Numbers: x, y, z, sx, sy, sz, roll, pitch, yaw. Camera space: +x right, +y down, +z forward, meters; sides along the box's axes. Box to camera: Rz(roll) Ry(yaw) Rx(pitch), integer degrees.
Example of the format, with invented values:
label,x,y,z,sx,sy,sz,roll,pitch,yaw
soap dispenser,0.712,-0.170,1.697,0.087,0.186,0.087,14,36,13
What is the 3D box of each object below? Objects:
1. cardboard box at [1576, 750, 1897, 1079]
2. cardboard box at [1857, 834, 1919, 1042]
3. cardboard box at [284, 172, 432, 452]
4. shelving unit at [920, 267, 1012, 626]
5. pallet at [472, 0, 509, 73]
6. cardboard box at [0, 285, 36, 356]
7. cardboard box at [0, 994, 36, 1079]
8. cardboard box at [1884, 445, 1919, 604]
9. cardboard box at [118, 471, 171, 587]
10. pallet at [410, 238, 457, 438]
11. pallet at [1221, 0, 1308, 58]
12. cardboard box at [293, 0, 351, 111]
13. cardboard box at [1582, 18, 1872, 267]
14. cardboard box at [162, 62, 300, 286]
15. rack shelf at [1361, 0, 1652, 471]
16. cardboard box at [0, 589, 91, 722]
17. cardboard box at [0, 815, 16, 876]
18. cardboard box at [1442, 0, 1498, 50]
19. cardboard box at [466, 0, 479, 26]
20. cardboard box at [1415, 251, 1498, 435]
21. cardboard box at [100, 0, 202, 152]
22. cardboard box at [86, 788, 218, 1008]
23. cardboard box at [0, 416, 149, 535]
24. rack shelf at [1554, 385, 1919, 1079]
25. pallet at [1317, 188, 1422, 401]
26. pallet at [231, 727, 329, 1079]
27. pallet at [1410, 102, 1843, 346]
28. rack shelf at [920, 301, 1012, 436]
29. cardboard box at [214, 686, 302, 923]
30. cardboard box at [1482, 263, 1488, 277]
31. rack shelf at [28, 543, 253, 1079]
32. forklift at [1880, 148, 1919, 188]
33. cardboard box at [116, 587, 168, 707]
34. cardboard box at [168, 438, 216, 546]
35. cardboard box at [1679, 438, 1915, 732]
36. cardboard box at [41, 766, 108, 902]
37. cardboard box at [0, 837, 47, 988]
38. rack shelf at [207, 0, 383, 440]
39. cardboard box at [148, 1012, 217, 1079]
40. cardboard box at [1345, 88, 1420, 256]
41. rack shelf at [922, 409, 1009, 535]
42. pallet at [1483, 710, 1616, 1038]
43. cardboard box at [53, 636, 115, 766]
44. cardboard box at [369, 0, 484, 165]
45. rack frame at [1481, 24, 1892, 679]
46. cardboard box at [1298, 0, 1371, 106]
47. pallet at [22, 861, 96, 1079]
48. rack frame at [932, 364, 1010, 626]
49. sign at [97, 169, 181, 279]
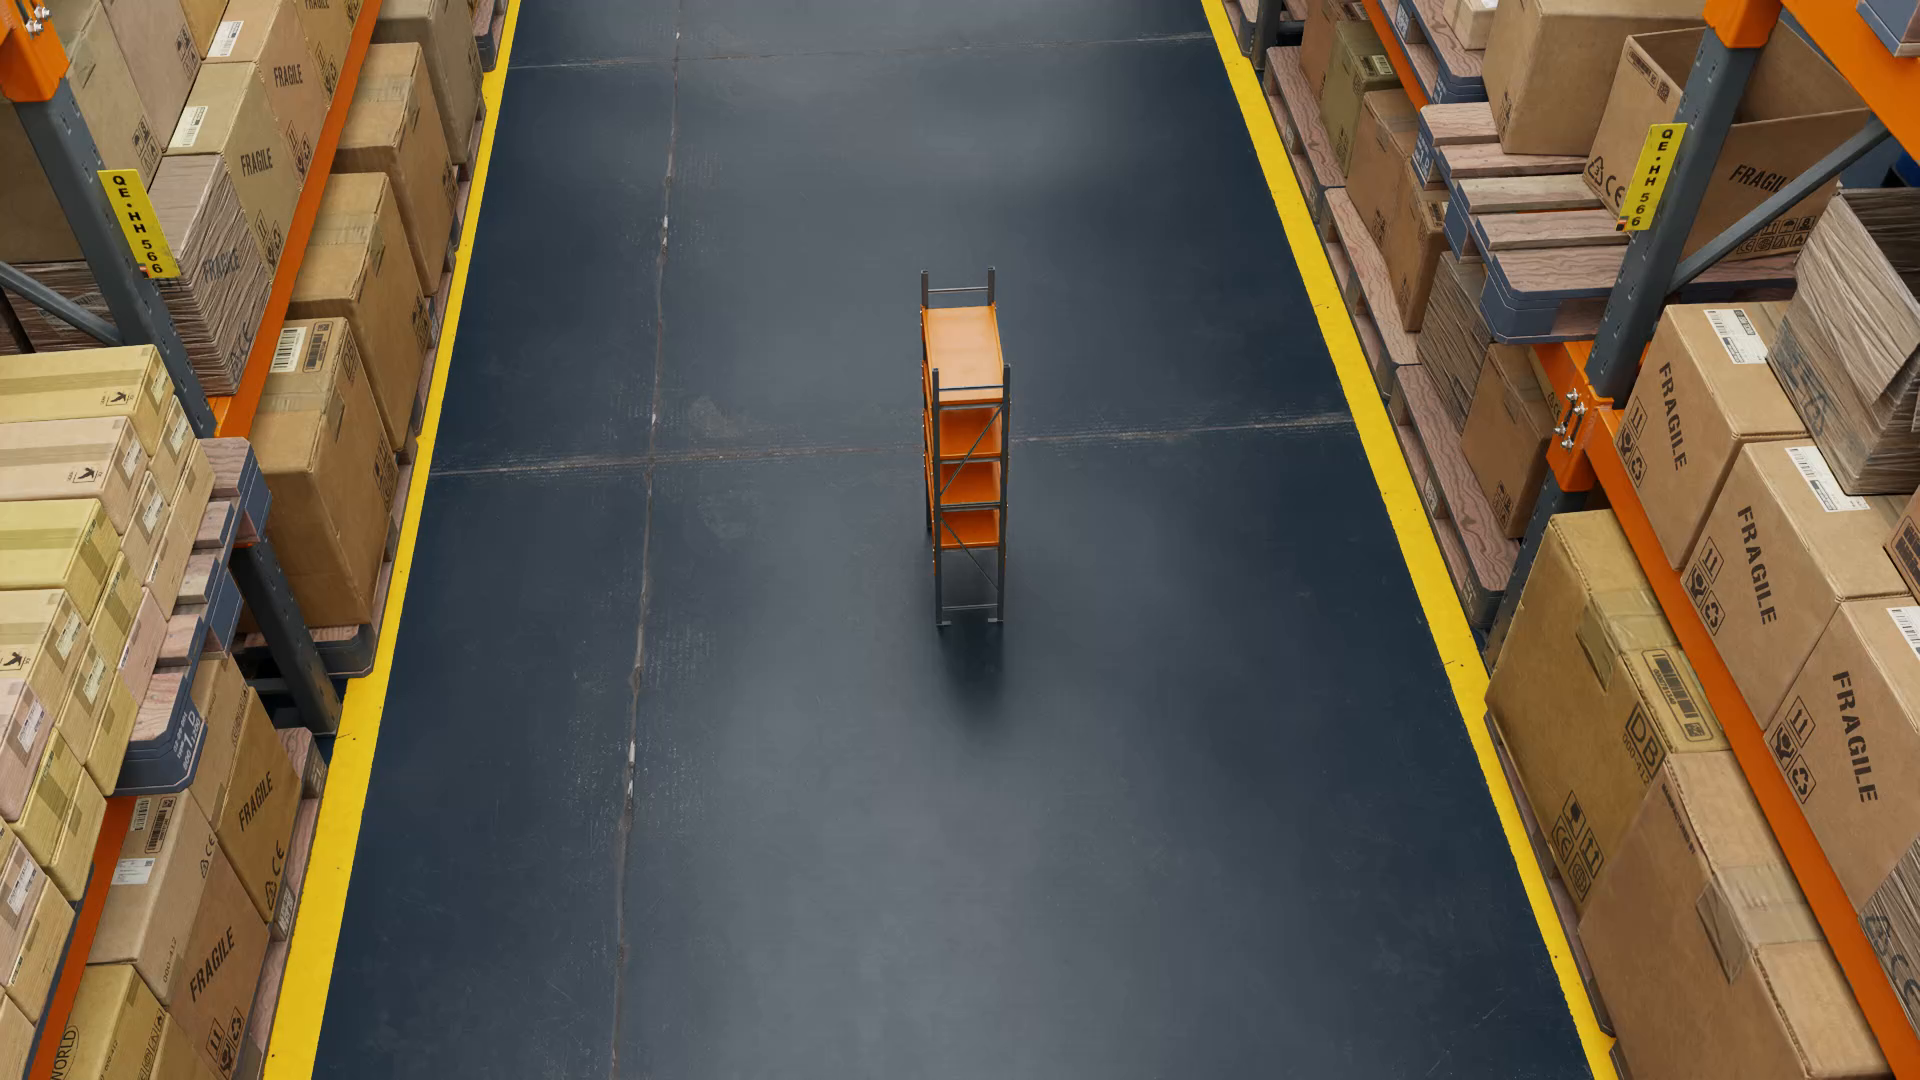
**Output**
label,x,y,z,sx,sy,sz,roll,pitch,yaw
cardboard box,2.445,1.121,4.296,1.225,0.875,0.875,-3,47,-3
cardboard box,2.243,0.828,3.331,0.500,0.500,0.500,-3,47,-3
cardboard box,-2.648,-0.832,6.232,1.050,0.750,0.750,-3,47,-3
shelving unit,0.014,-0.293,5.701,0.258,1.200,0.503,-3,47,-3
pallet,-2.930,-2.873,8.825,1.003,0.211,1.213,-3,47,-3
cardboard box,-2.915,-0.726,4.803,0.500,0.500,0.500,-3,47,-3
cardboard box,-1.982,1.014,3.108,0.380,0.149,0.250,-5,47,-5
cardboard box,2.438,0.011,3.413,0.797,0.503,0.637,-3,47,-2
cardboard box,-2.091,-0.020,3.882,0.380,0.149,0.250,-2,47,-2
pallet,-2.700,-0.879,6.937,1.003,0.211,1.213,-3,47,-3
pallet,1.915,-3.030,8.974,1.003,0.211,1.213,-3,47,-3
cardboard box,-2.505,-1.851,5.868,0.500,0.500,0.500,-4,47,-4
cardboard box,2.256,-1.178,4.942,0.500,0.500,0.500,-9,47,-8
cardboard box,-2.424,-1.126,5.181,0.500,0.500,0.500,-4,47,-4
rack shelf,2.174,-1.810,6.394,1.077,0.370,4.000,-3,47,-3
cardboard box,-2.045,0.246,3.425,0.380,0.149,0.250,-2,47,-2
cardboard box,-2.006,0.617,3.073,0.380,0.149,0.250,-1,47,-1
cardboard box,1.933,-1.899,5.786,0.396,0.266,0.258,-5,47,-4
cardboard box,-2.928,-3.150,8.341,0.875,0.875,0.875,-3,47,-3
cardboard box,2.206,-0.787,6.348,0.700,0.500,0.500,-7,47,-7
cardboard box,-2.681,-1.452,4.802,0.700,0.500,0.500,-4,47,-4
cardboard box,-2.238,0.918,4.230,0.500,0.250,0.500,-3,47,-3
cardboard box,-2.093,-0.136,3.787,0.380,0.149,0.250,-4,47,-4
rack shelf,2.509,1.084,3.653,1.077,0.370,4.000,-3,47,-3
pallet,2.178,-1.098,7.145,1.003,0.211,1.213,-3,47,-3
pallet,-2.546,1.142,5.023,1.003,0.211,1.213,-3,47,-3
pallet,2.175,-1.054,5.314,1.213,0.211,1.003,-3,47,-3
rack shelf,0.014,-0.563,5.416,0.258,0.148,0.480,-3,47,-3
cardboard box,-2.294,0.793,4.866,0.500,0.500,0.500,-4,47,-3
cardboard box,2.201,-1.027,6.058,0.500,0.250,0.500,1,47,1
rack shelf,-2.442,1.312,3.437,1.077,0.370,4.000,-3,47,-3
forklift,4.817,-1.454,5.608,1.130,2.935,3.031,-5,47,-4
cardboard box,-2.069,0.254,3.827,0.380,0.149,0.250,-3,47,-3
cardboard box,-2.110,-0.112,4.173,0.380,0.149,0.250,-3,47,-3
cardboard box,2.156,0.096,4.024,0.500,0.500,0.500,-5,47,-4
cardboard box,-2.028,0.629,3.472,0.380,0.149,0.250,-5,47,-5
cardboard box,-2.004,0.720,3.181,0.380,0.149,0.250,-2,47,-2
rack shelf,-2.777,-1.582,6.178,1.077,0.370,4.000,-3,47,-3
cardboard box,-2.194,1.550,4.148,0.500,0.500,0.500,-5,47,-5
cardboard box,2.105,-1.600,7.118,0.700,0.500,0.500,-7,47,-7
rack shelf,0.014,-0.247,5.750,0.258,0.148,0.480,-3,47,-3
pallet,2.332,0.923,5.230,1.003,0.211,1.213,-3,47,-3
cardboard box,-2.046,0.351,3.530,0.380,0.149,0.250,-3,47,-3
cardboard box,-2.803,-2.204,7.531,1.050,0.750,0.750,-4,47,-3
rack frame,2.341,-0.611,4.763,1.000,3.000,0.127,-3,47,-3
cardboard box,2.036,-2.351,7.829,0.700,0.500,0.500,-7,47,-6
pallet,-2.403,1.113,3.262,1.003,0.211,1.213,-3,47,-3
rack frame,0.034,-0.116,5.534,0.240,1.200,0.015,-3,47,-3
sign,-2.070,-0.793,4.192,0.100,0.325,0.005,-3,47,-3
